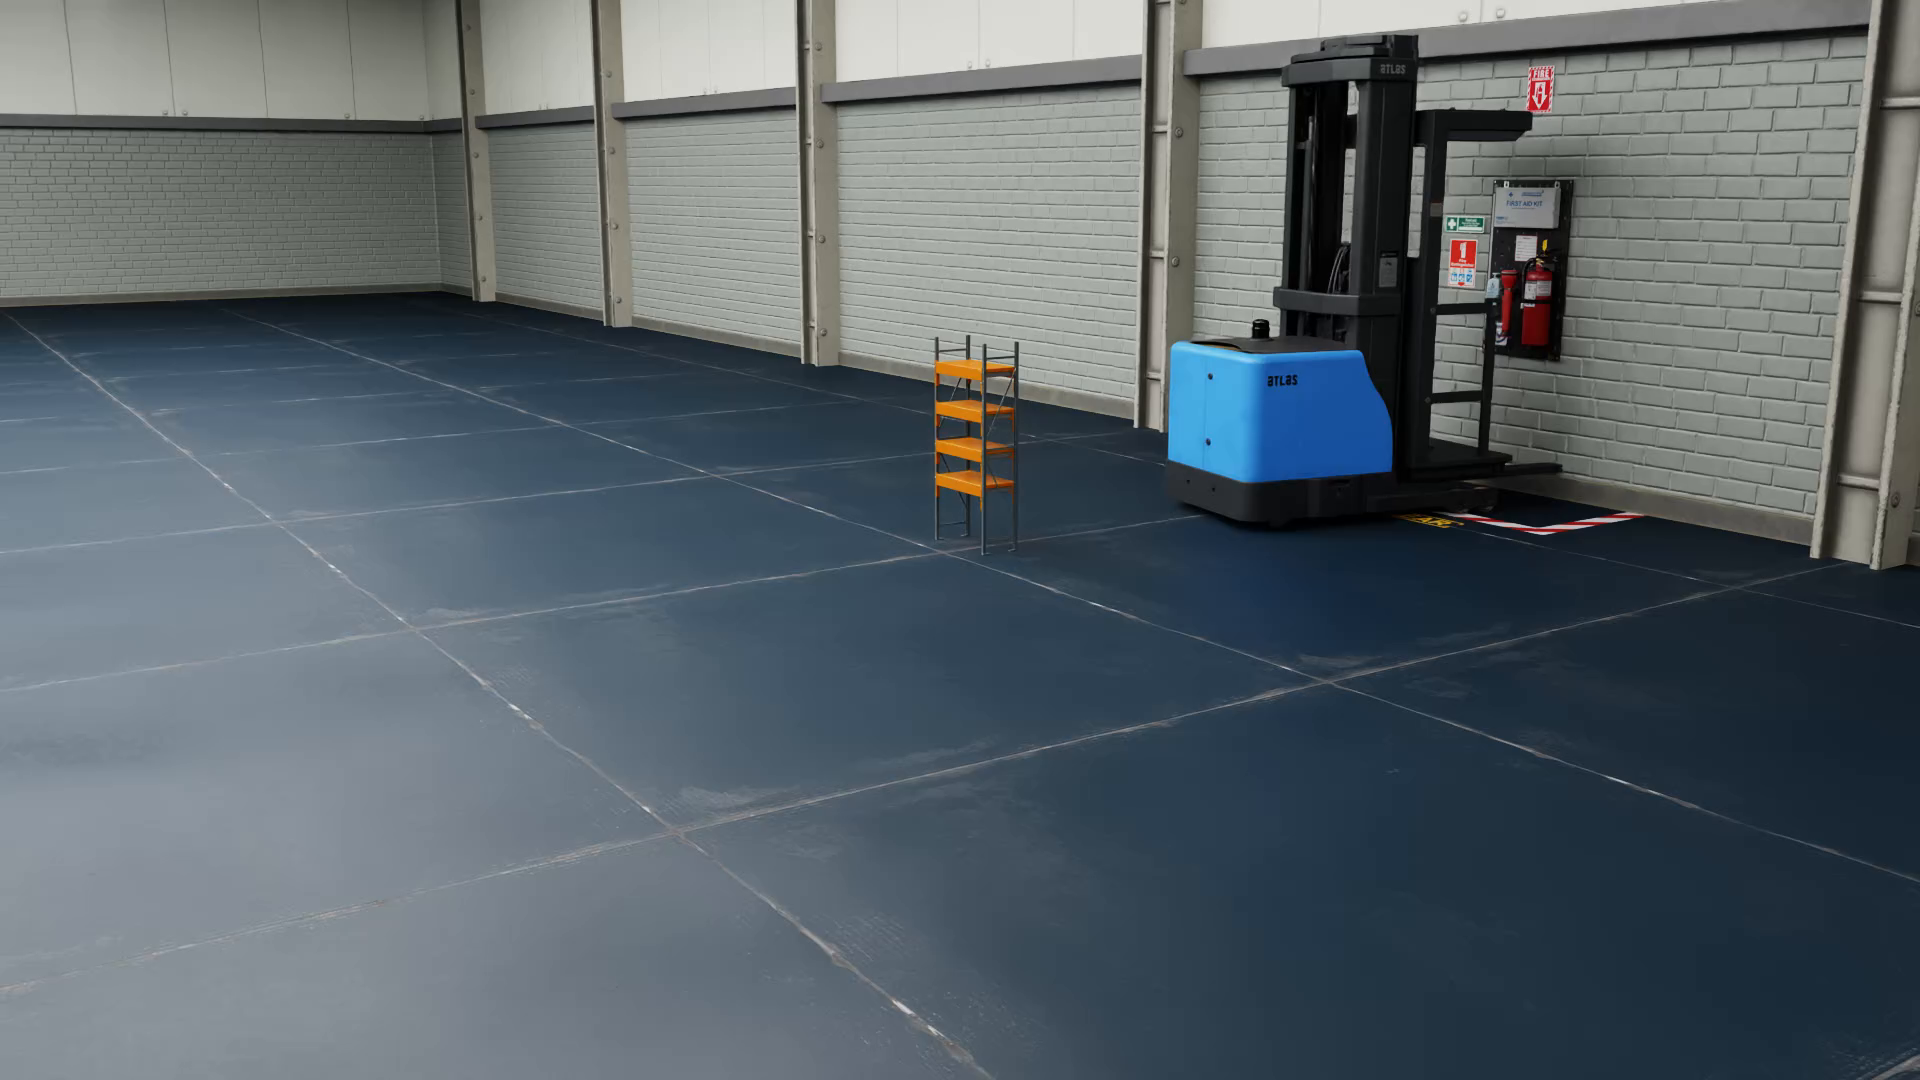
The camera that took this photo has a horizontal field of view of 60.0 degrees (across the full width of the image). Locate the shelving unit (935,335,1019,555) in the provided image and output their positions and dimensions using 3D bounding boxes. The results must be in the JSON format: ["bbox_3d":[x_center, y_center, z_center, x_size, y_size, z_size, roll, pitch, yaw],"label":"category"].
[{"bbox_3d":[0.092,-0.557,9.599,0.258,1.200,0.503,-8,15,-33],"label":"shelving unit"}]

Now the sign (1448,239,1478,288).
[{"bbox_3d":[3.495,-1.926,11.564,0.001,0.329,0.234,-8,15,-33],"label":"sign"}]

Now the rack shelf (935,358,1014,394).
[{"bbox_3d":[0.092,-0.941,9.515,0.258,0.148,0.480,-8,15,-33],"label":"rack shelf"}]

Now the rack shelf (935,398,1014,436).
[{"bbox_3d":[0.092,-0.710,9.566,0.258,0.148,0.480,-8,15,-33],"label":"rack shelf"}]

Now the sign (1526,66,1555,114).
[{"bbox_3d":[3.794,-2.944,10.875,0.001,0.298,0.199,-8,15,-33],"label":"sign"}]

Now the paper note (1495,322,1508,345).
[{"bbox_3d":[3.675,-1.407,11.337,0.016,0.148,0.142,-8,15,-33],"label":"paper note"}]

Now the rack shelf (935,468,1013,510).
[{"bbox_3d":[0.092,-0.297,9.656,0.258,0.148,0.480,-8,15,-33],"label":"rack shelf"}]

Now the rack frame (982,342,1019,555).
[{"bbox_3d":[0.227,-0.513,9.401,0.240,1.200,0.015,-8,15,-33],"label":"rack frame"}]

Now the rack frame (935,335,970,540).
[{"bbox_3d":[-0.043,-0.600,9.797,0.240,1.200,0.015,-8,15,-33],"label":"rack frame"}]

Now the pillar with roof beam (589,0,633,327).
[{"bbox_3d":[-8.504,-6.976,20.699,9.100,9.000,0.400,-8,15,-33],"label":"pillar with roof beam"}]

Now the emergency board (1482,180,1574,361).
[{"bbox_3d":[3.715,-1.798,11.062,0.194,1.169,0.643,-8,15,-33],"label":"emergency board"}]

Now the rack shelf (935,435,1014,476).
[{"bbox_3d":[0.092,-0.491,9.613,0.258,0.148,0.480,-8,15,-33],"label":"rack shelf"}]

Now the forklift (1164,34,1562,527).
[{"bbox_3d":[2.903,-1.691,10.735,3.031,2.935,1.130,-5,13,-22],"label":"forklift"}]

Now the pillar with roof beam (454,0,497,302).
[{"bbox_3d":[-11.828,-8.043,25.579,9.100,9.000,0.400,-8,15,-33],"label":"pillar with roof beam"}]

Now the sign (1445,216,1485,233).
[{"bbox_3d":[3.490,-2.183,11.499,0.001,0.109,0.331,-8,15,-33],"label":"sign"}]

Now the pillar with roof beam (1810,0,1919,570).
[{"bbox_3d":[1.469,-3.775,6.061,9.100,9.000,0.400,-8,15,-33],"label":"pillar with roof beam"}]

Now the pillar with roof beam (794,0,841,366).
[{"bbox_3d":[-5.180,-5.909,15.820,9.100,9.000,0.400,-8,15,-33],"label":"pillar with roof beam"}]

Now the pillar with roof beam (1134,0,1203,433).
[{"bbox_3d":[-1.855,-4.842,10.940,9.100,9.000,0.400,-8,15,-33],"label":"pillar with roof beam"}]
